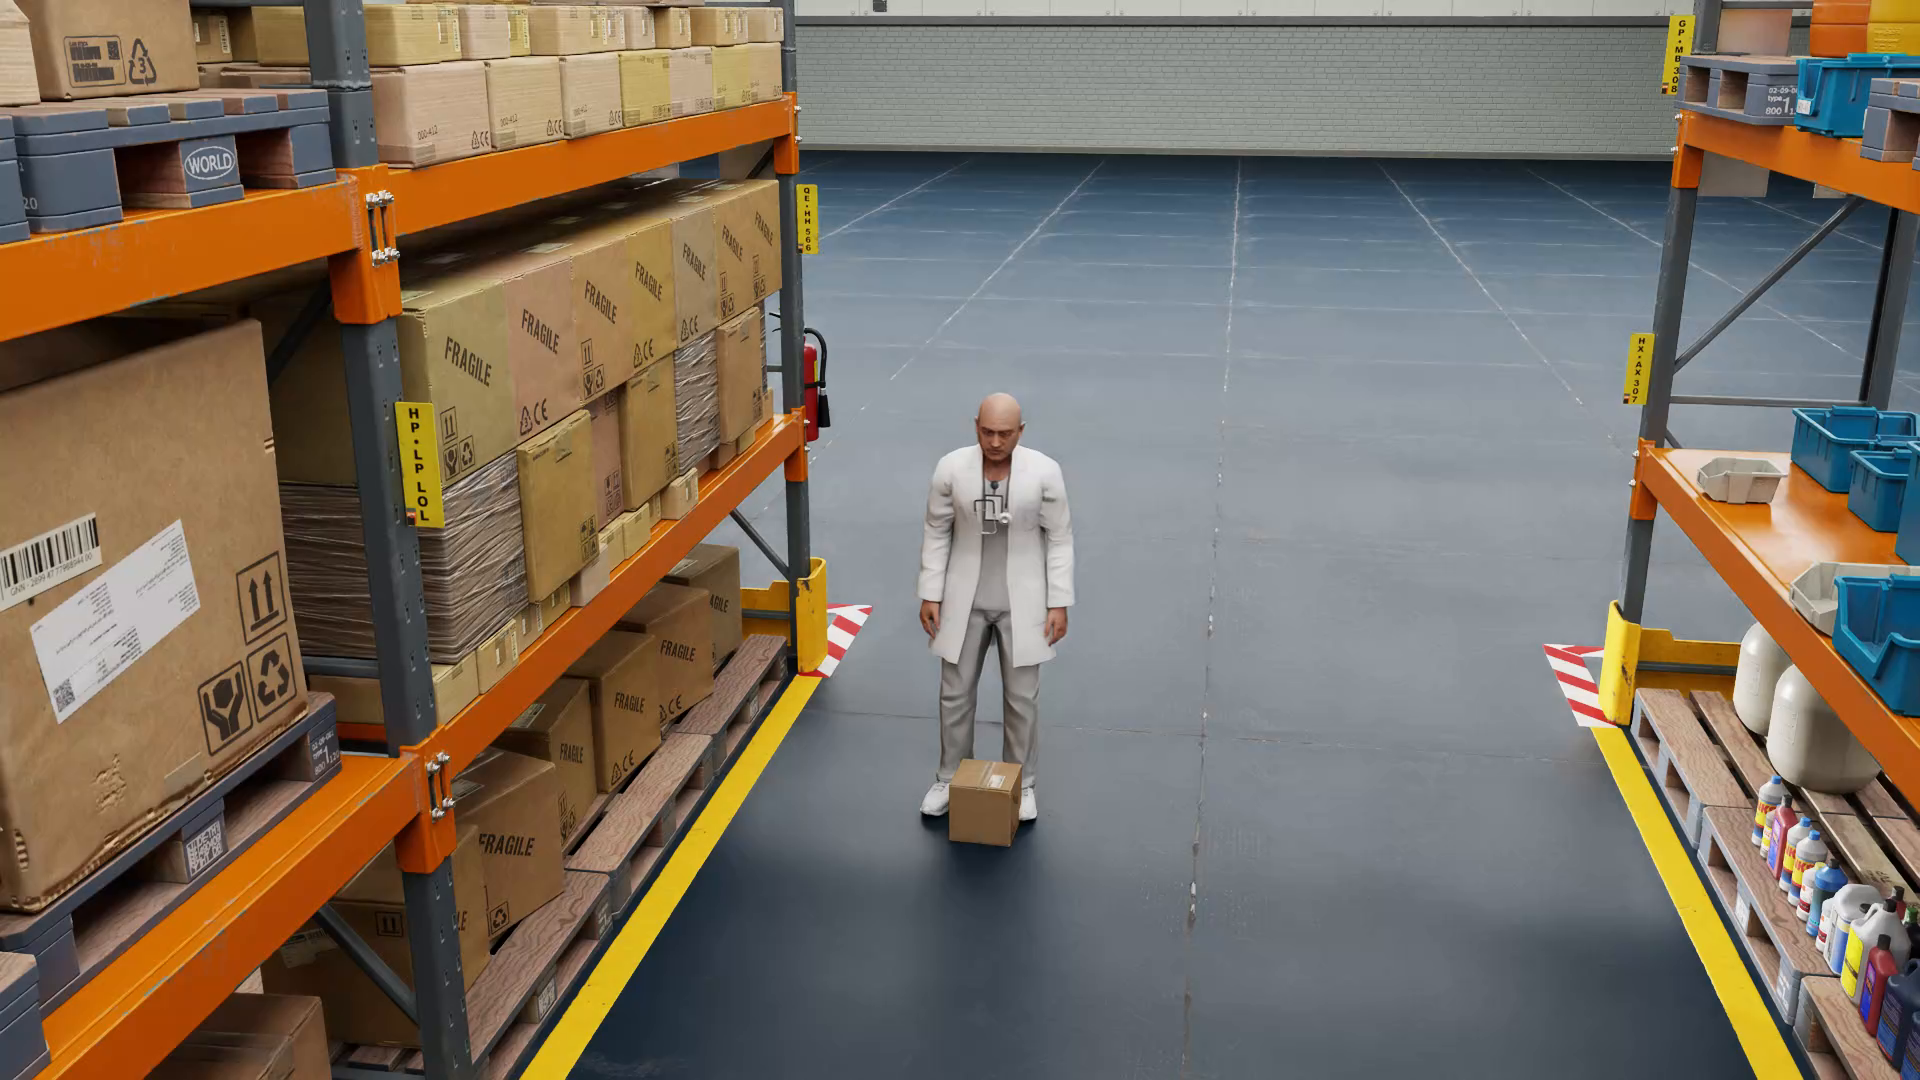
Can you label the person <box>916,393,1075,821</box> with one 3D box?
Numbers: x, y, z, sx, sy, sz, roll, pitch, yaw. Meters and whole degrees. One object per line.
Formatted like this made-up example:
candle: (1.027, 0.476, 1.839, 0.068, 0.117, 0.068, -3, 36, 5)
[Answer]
person: (0.142, 0.262, 6.751, 0.648, 1.774, 0.418, 3, 18, 8)
